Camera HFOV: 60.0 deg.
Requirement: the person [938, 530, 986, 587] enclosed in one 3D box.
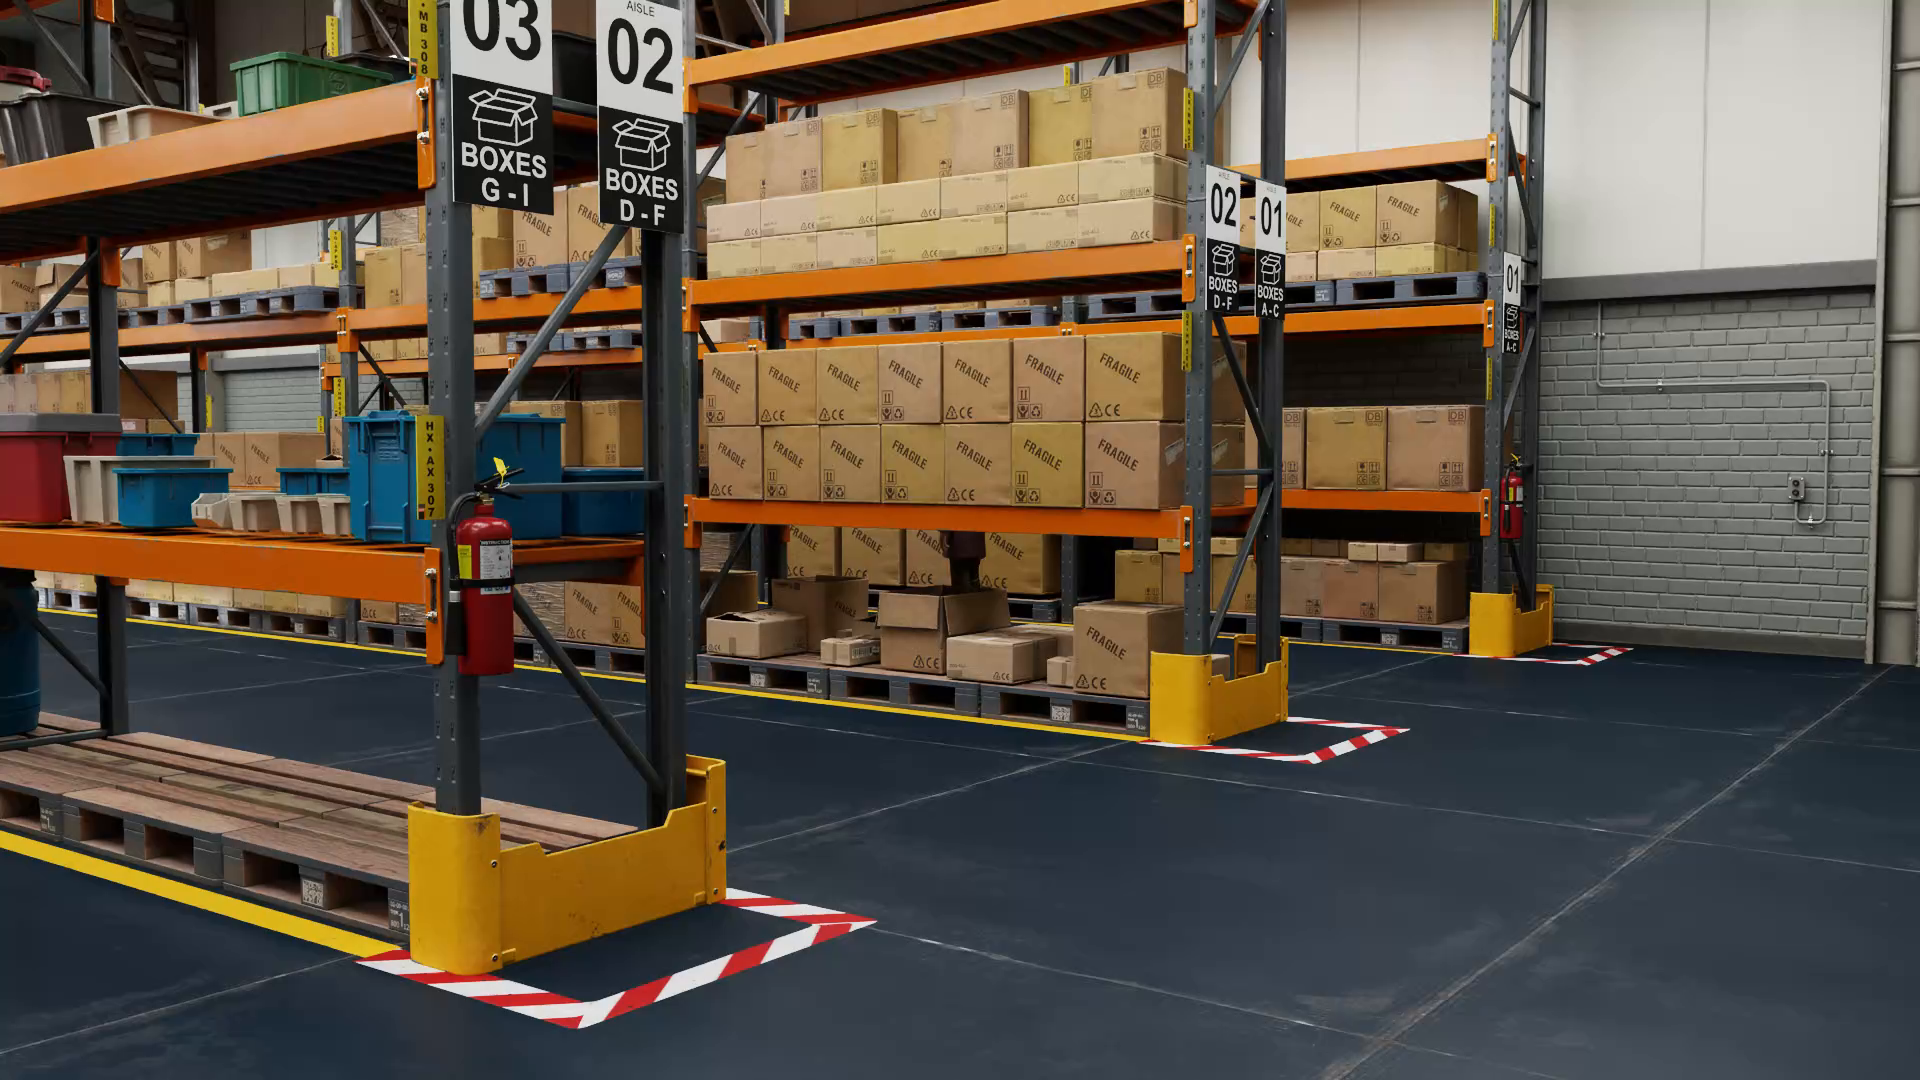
[{"bbox_3d":[-0.025,-0.071,15.028,0.580,1.778,0.698,2,4,36],"label":"person"}]
